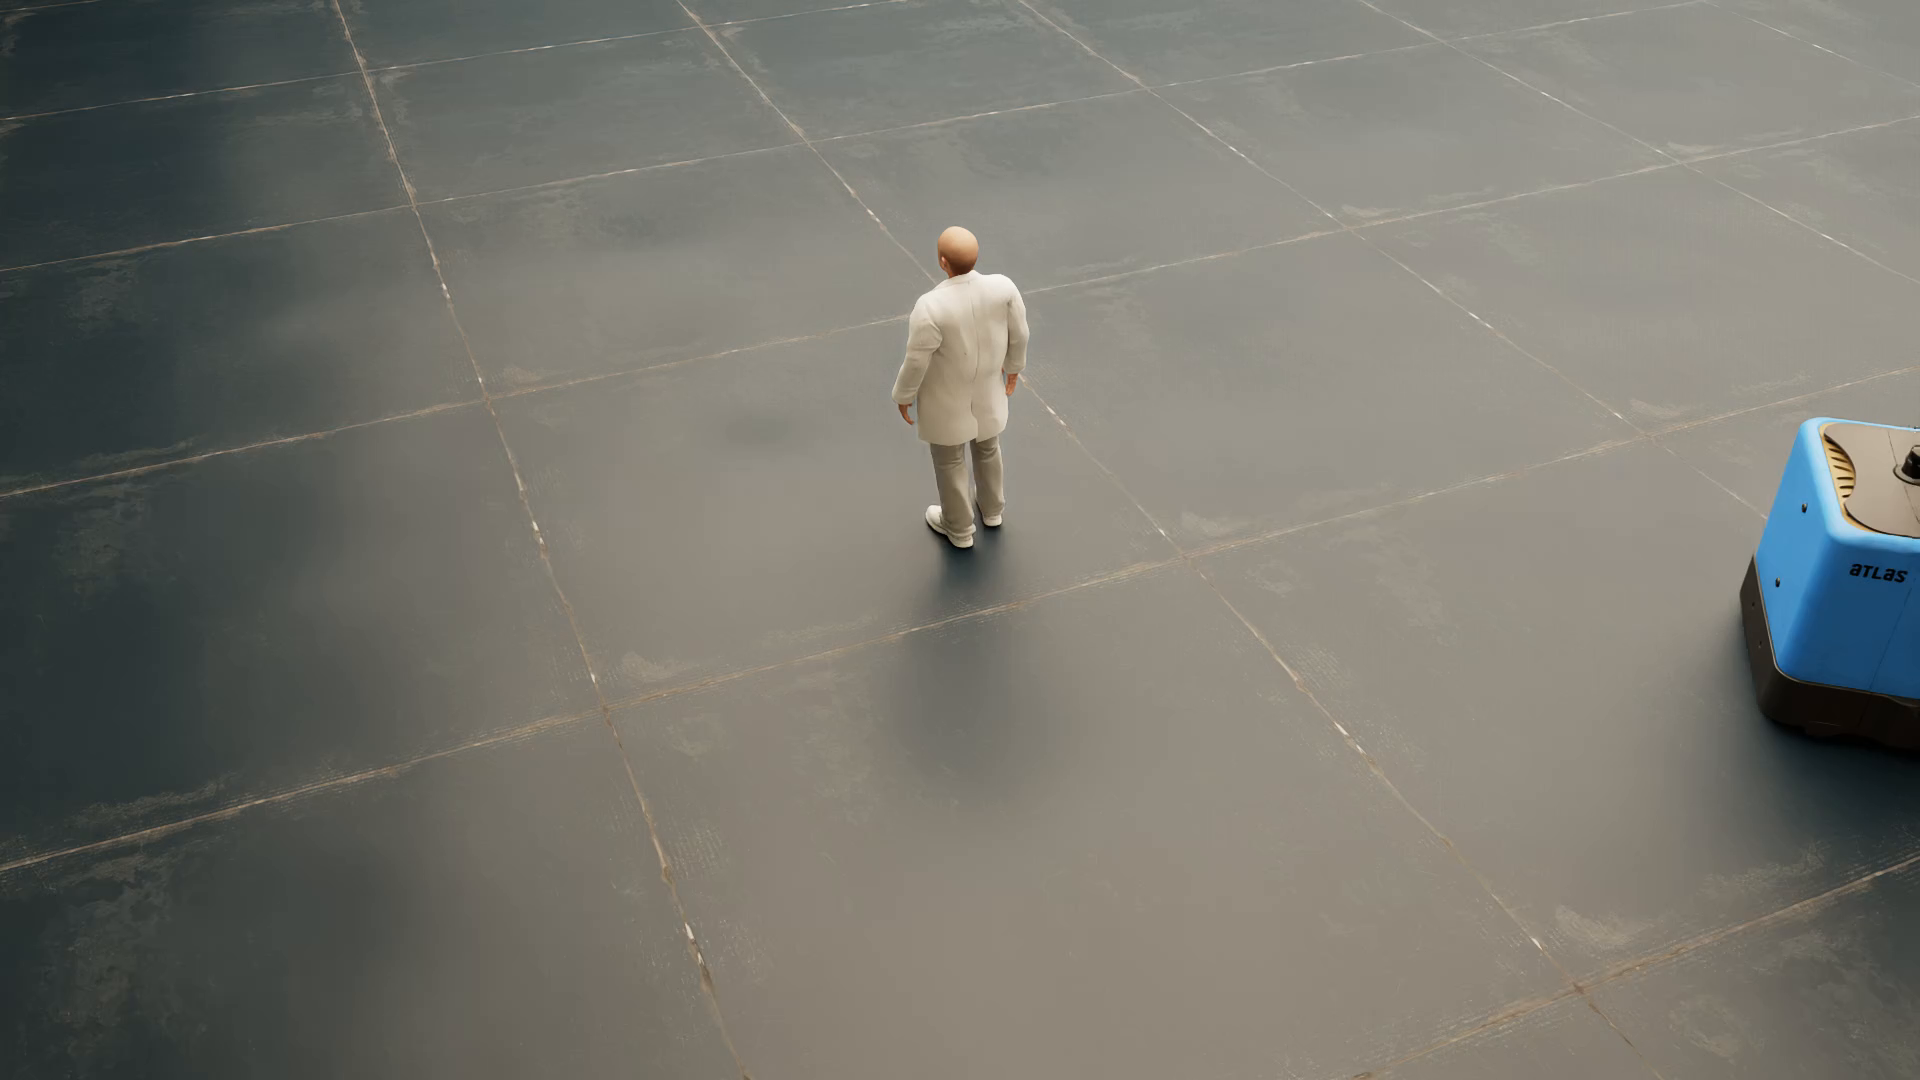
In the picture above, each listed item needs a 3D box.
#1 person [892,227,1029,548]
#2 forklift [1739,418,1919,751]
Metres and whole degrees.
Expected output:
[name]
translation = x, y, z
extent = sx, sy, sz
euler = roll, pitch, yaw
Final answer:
[person]
translation = -0.031, -0.780, 8.178
extent = 0.696, 1.776, 0.581
euler = -14, 38, -19
[forklift]
translation = 5.158, -0.398, 6.659
extent = 3.031, 2.935, 1.130
euler = 9, 36, 12
